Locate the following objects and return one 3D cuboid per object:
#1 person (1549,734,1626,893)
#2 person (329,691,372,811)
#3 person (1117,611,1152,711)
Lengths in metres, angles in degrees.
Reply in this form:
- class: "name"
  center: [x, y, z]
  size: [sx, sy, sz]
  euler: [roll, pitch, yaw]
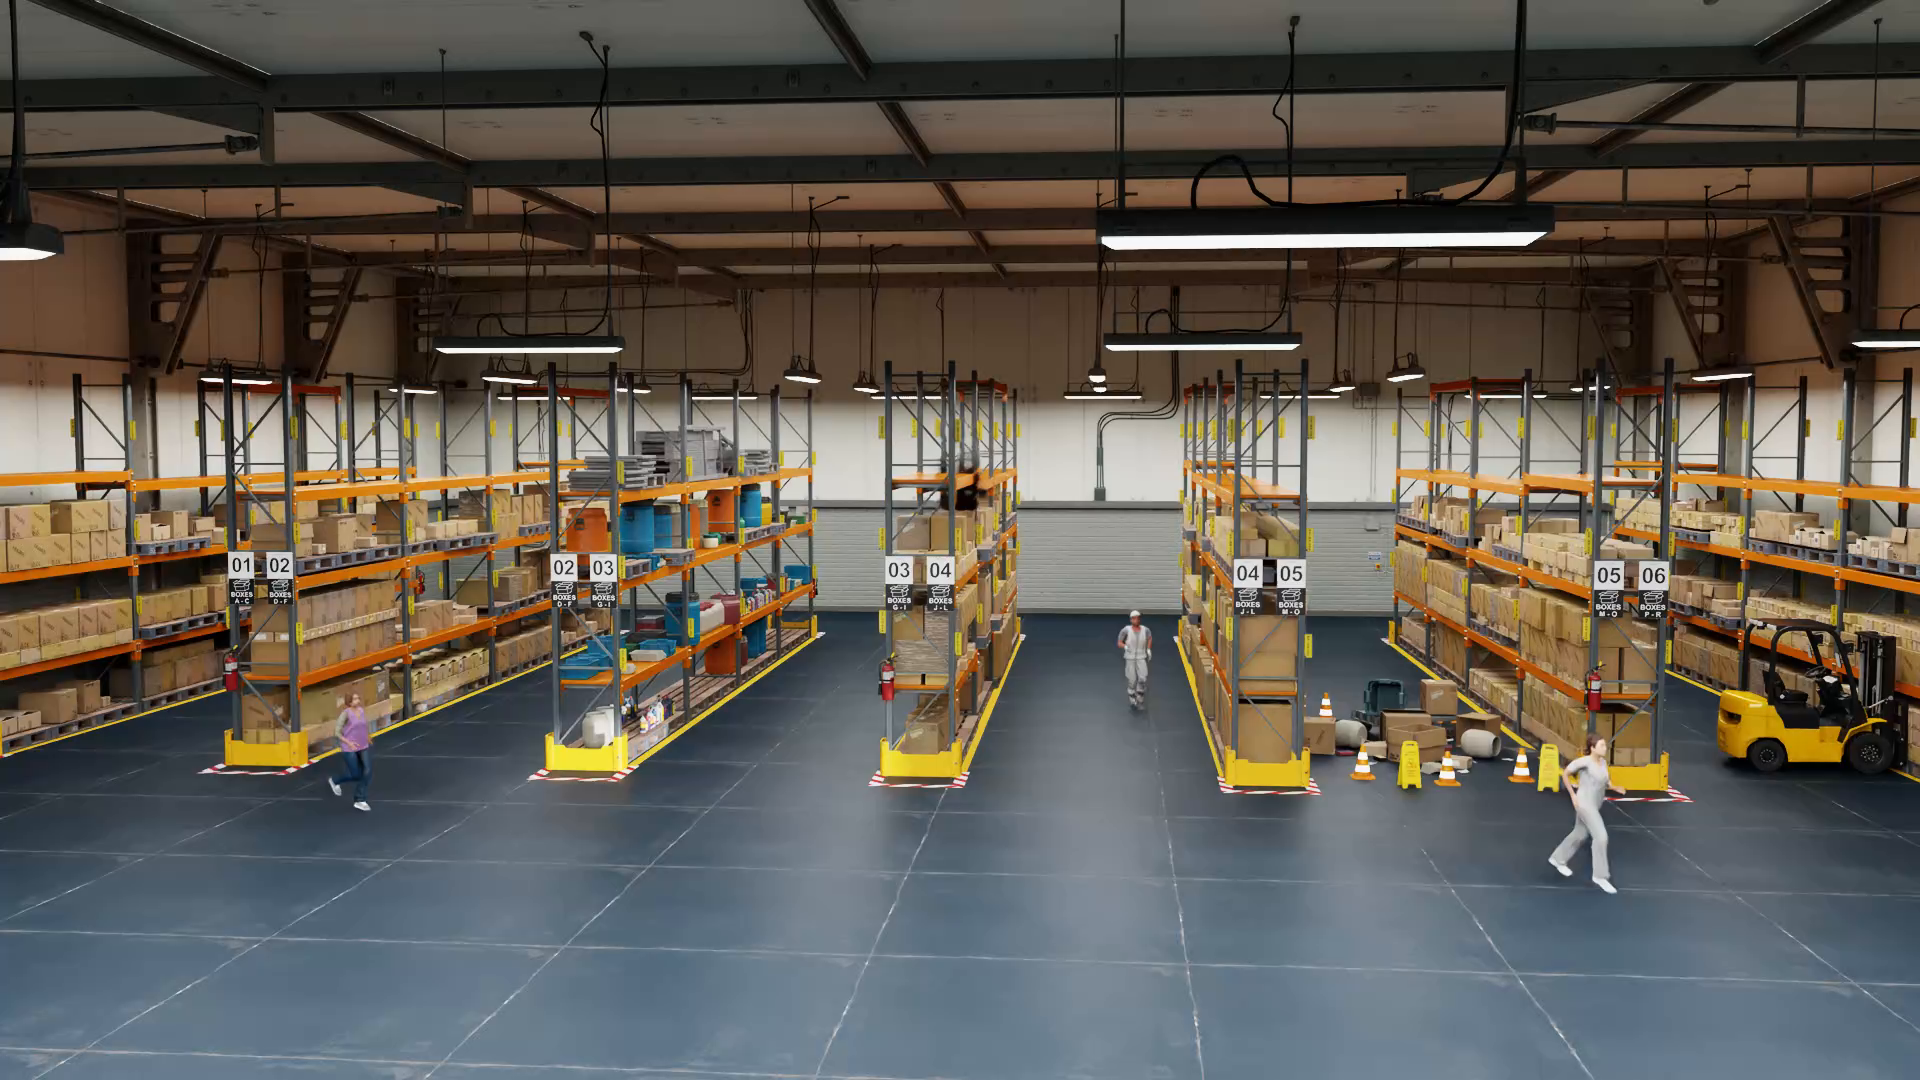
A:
- class: "person"
  center: [6.898, 2.969, 18.332]
  size: [0.494, 1.706, 0.872]
  euler: [-3, 5, -43]
- class: "person"
  center: [-8.070, 2.793, 22.065]
  size: [0.664, 1.554, 0.536]
  euler: [2, 4, 28]
- class: "person"
  center: [3.135, 2.167, 29.748]
  size: [0.640, 1.810, 0.723]
  euler: [0, 4, 1]
